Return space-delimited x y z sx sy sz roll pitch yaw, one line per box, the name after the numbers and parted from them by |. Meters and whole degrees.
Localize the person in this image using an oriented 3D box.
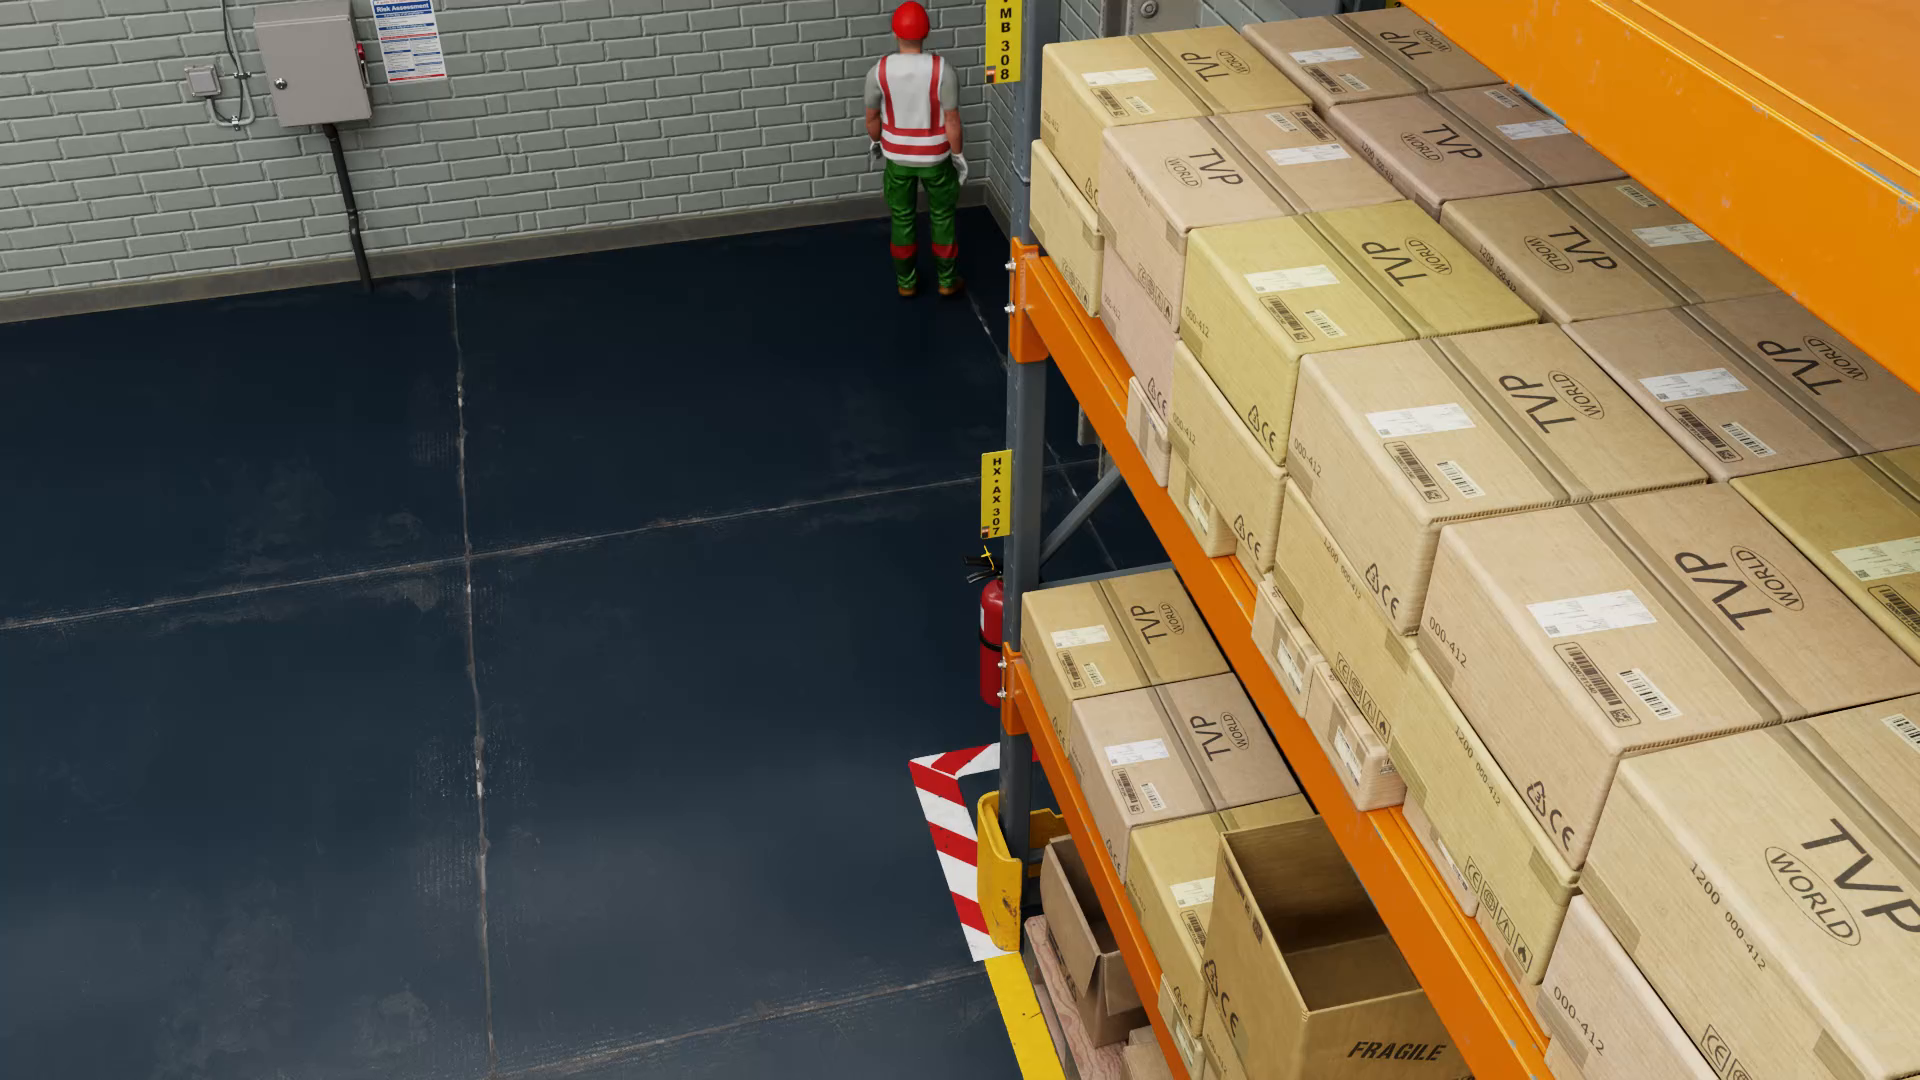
-0.237 -2.201 9.505 0.587 1.827 0.435 3 38 4 | person
